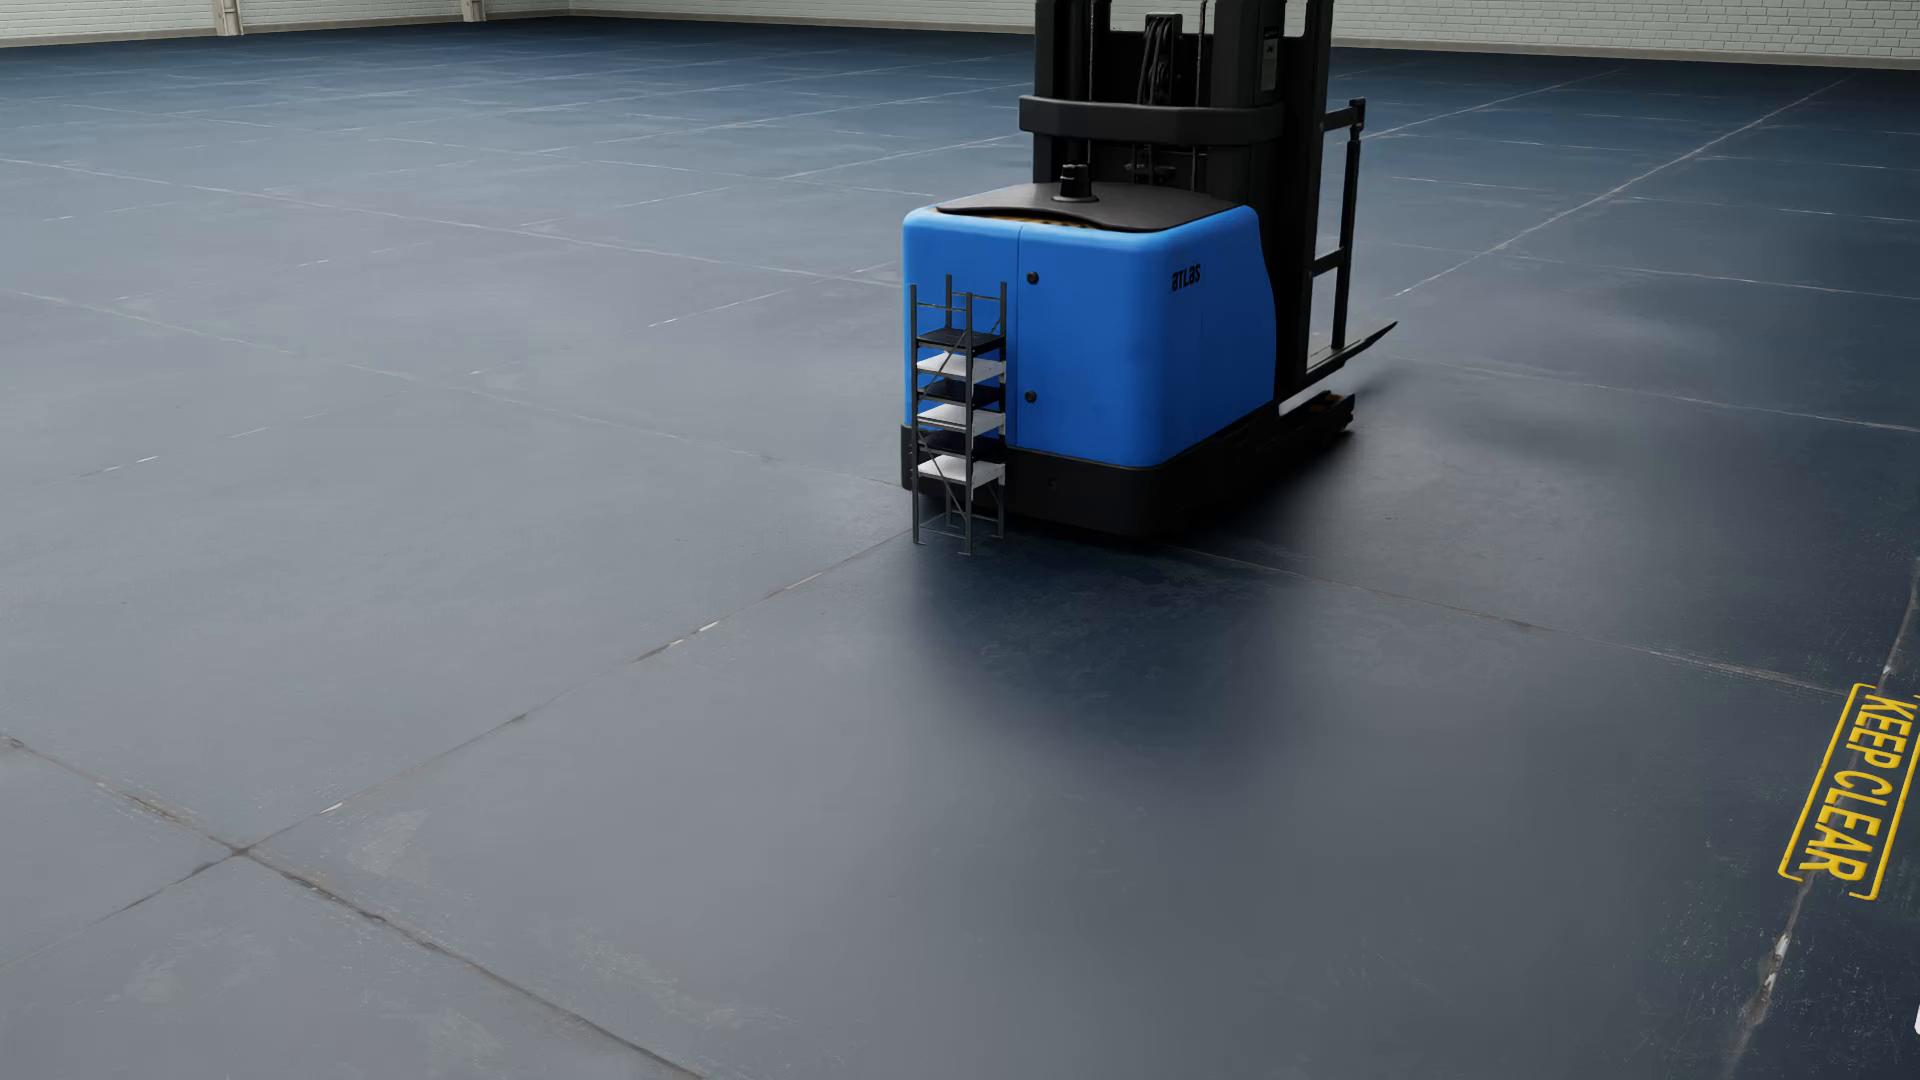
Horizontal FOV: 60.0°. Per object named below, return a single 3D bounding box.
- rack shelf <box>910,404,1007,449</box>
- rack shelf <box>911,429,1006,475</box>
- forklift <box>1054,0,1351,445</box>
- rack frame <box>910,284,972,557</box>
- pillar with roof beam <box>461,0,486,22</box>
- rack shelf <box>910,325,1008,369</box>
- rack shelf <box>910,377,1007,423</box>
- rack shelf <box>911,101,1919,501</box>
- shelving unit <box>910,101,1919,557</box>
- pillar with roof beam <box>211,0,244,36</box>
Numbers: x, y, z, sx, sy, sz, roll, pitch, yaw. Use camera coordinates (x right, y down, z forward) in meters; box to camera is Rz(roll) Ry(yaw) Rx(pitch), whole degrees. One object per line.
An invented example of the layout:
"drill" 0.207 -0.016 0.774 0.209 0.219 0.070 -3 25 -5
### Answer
"rack shelf" -0.005 -0.388 5.614 0.258 0.077 0.200 13 24 32
"rack shelf" -0.005 -0.304 5.645 0.258 0.077 0.200 13 24 32
"forklift" 1.005 -1.843 6.522 1.121 2.935 3.031 12 24 30
"rack frame" -0.062 -0.391 5.524 0.240 0.900 0.006 13 24 32
"pillar with roof beam" -7.194 -14.875 33.009 9.100 9.000 0.400 13 24 32
"rack shelf" -0.005 -0.642 5.520 0.258 0.077 0.200 13 24 32
"rack shelf" -0.005 -0.473 5.583 0.258 0.077 0.200 13 24 32
"rack shelf" 7.441 -2.202 11.321 6.000 0.275 18.464 13 24 32
"shelving unit" 7.439 -2.494 11.210 6.000 0.900 18.469 13 24 32
"pillar with roof beam" -10.567 -13.154 28.355 9.100 9.000 0.400 13 24 32
